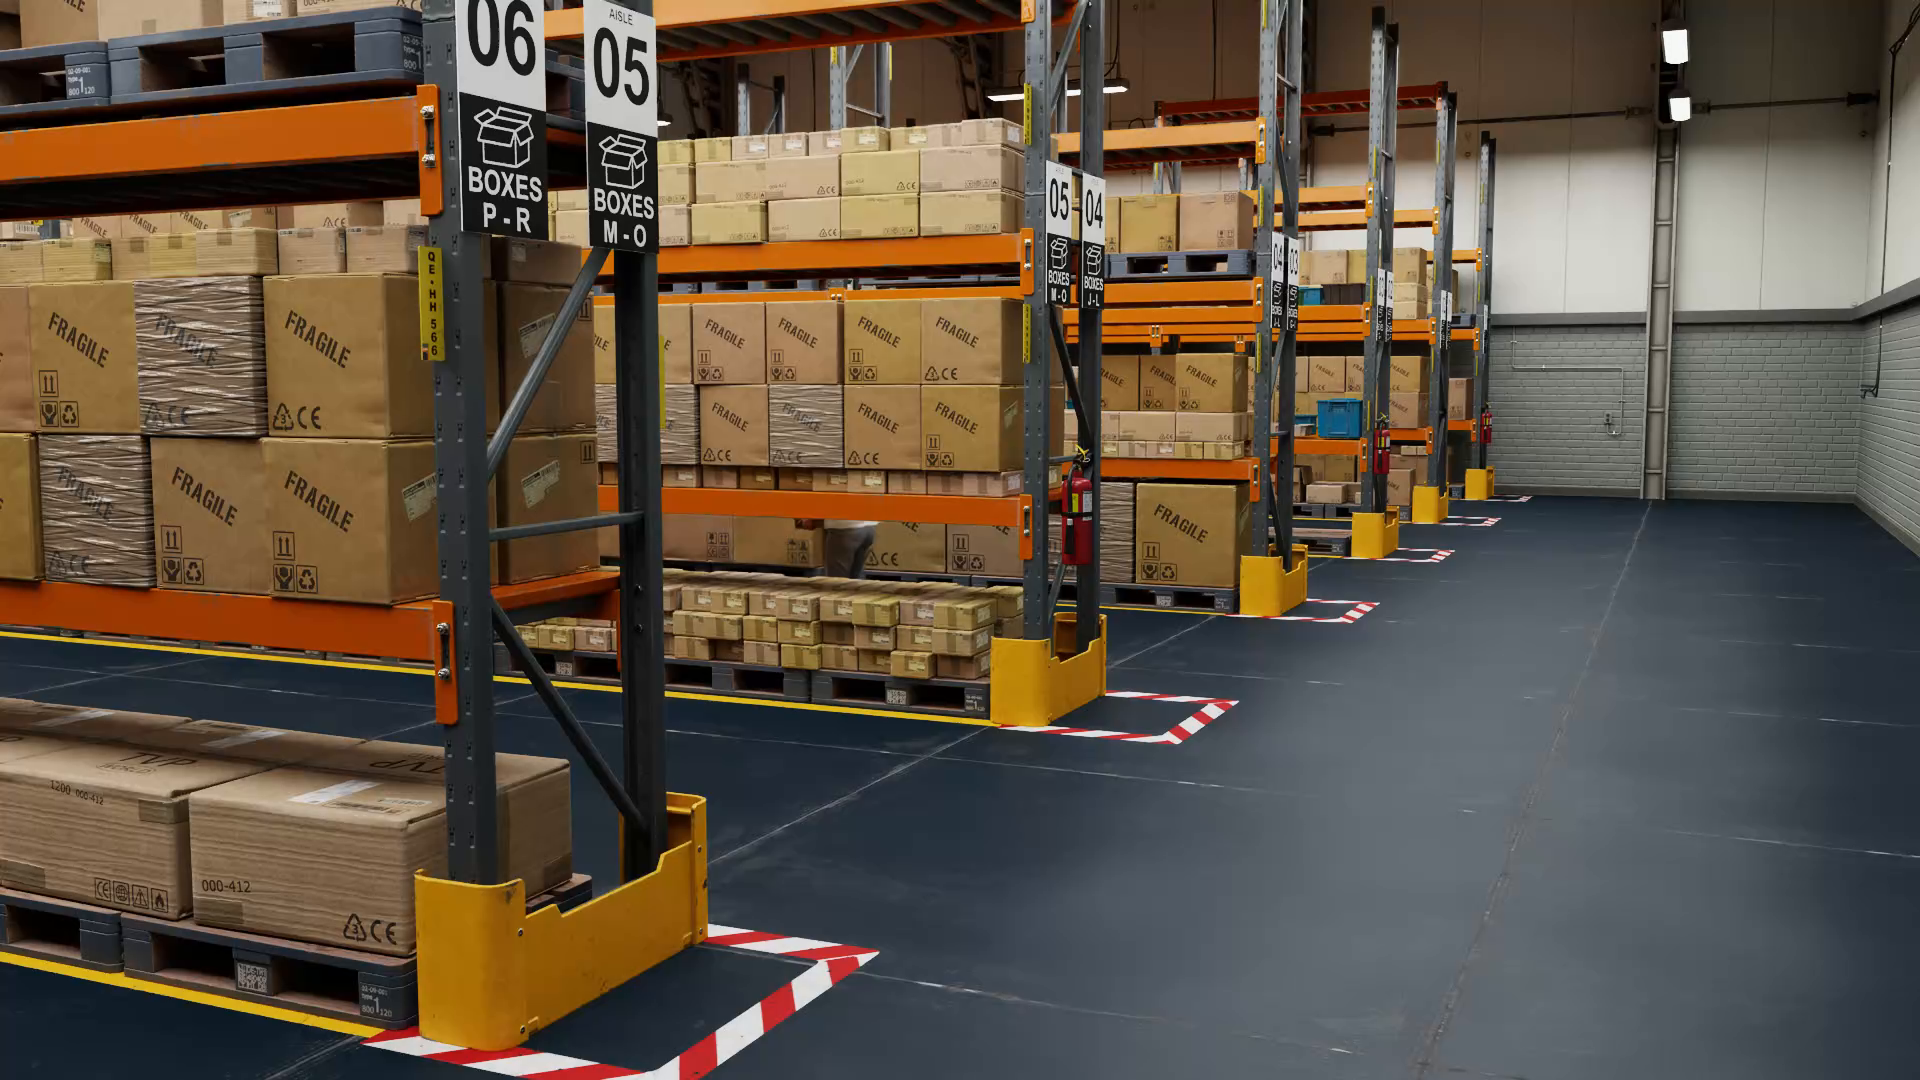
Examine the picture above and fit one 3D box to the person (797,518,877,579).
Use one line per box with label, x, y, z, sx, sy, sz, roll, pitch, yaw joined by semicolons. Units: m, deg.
person;-0.901;-0.078;12.241;0.551;1.762;0.494;3;6;25
